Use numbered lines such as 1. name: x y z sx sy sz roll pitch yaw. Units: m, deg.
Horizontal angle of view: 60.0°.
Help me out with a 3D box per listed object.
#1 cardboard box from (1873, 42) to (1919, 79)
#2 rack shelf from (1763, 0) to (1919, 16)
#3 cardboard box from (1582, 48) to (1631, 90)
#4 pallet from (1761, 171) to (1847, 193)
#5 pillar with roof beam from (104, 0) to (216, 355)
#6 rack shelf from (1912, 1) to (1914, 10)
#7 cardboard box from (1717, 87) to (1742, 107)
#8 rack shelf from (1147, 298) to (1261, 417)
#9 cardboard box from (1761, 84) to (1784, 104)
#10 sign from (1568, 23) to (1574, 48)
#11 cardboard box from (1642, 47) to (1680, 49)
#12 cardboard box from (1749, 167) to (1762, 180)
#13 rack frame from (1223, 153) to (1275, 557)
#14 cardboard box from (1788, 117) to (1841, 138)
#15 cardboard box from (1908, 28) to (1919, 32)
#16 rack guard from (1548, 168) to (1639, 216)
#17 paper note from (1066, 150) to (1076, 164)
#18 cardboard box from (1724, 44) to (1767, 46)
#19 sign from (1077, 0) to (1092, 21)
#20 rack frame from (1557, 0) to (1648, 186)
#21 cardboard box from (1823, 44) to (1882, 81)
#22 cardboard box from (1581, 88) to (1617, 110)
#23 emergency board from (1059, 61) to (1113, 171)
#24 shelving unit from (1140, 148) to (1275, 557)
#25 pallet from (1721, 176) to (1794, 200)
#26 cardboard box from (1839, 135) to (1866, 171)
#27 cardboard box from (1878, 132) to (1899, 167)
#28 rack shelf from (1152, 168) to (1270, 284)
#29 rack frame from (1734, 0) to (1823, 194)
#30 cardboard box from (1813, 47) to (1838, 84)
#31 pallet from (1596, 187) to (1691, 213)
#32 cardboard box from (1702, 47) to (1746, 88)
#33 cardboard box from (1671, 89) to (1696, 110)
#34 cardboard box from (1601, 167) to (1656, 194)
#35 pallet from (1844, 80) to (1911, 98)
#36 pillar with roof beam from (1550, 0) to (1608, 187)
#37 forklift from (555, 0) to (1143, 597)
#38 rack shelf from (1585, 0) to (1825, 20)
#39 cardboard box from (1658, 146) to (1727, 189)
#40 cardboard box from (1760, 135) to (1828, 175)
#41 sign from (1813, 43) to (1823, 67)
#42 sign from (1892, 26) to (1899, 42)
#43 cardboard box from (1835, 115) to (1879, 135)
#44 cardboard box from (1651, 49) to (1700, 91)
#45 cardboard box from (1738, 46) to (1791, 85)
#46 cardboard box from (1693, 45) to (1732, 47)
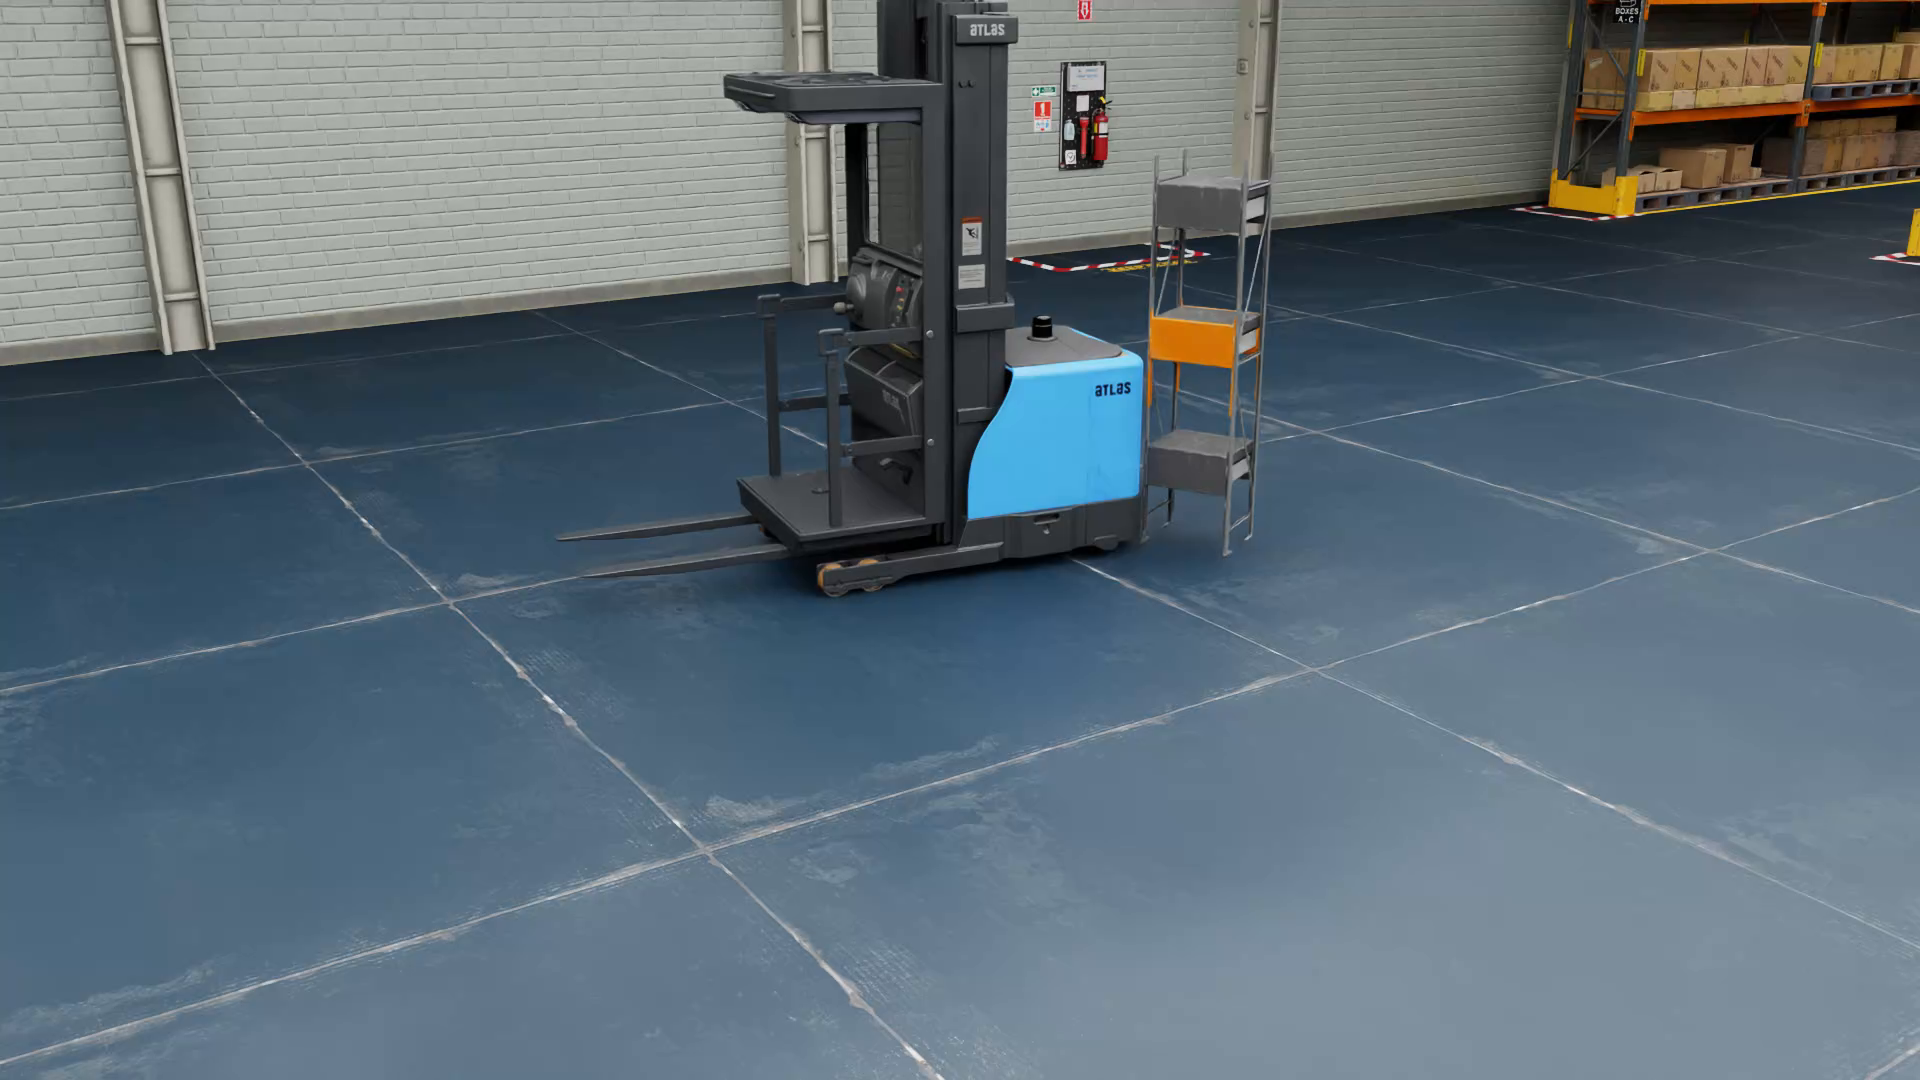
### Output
1. cardboard box: 14.259 -7.320 25.371 0.500 0.500 0.700 -14 23 -36
2. rack shelf: 13.427 -7.983 24.615 4.000 0.370 1.077 -12 22 -31
3. cardboard box: 8.693 -6.280 22.169 0.500 0.500 0.500 -12 22 -32
4. pallet: 12.406 -5.367 24.792 1.213 0.211 1.003 -12 22 -31
5. pillar with roof beam: -4.141 -4.721 9.158 0.400 9.000 9.100 -12 22 -31
6. rack shelf: 16.768 -8.688 26.699 4.000 0.370 1.077 -12 22 -31
7. cardboard box: 10.276 -6.058 22.682 0.500 0.250 0.500 -12 22 -31
8. rack shelf: 1.317 -0.985 8.922 0.480 0.518 0.431 11 21 29
9. cardboard box: 11.107 -6.239 23.220 0.500 0.250 0.500 -12 22 -31
10. sign: 8.128 -6.697 22.068 0.005 0.325 0.100 -12 22 -31
11. cardboard box: 9.548 -6.458 22.696 0.500 0.500 0.500 -13 22 -33
12. cardboard box: 11.326 -5.315 24.019 0.250 0.166 0.380 -16 24 -38
13. rack frame: 1.527 -0.958 8.800 0.015 2.100 0.400 11 21 29
14. cardboard box: 12.728 -6.143 24.777 0.500 0.250 0.500 -12 22 -33
15. cardboard box: 15.334 -7.958 26.277 0.500 0.250 0.500 -11 22 -30
16. rack guard: 8.480 -4.676 22.294 0.348 0.500 1.175 -12 22 -31
17. paper note: 1.243 -4.289 18.624 0.142 0.148 0.016 -12 22 -31
18. cardboard box: 11.249 -6.818 23.760 0.500 0.500 0.500 -13 22 -33
19. sign: 1.368 -5.843 18.223 0.199 0.298 0.001 -12 22 -31
20. rack frame: 8.416 -5.846 21.854 0.127 3.000 1.000 -12 22 -31
21. cardboard box: 13.204 -7.108 24.743 0.500 0.500 0.700 -9 21 -24
22. cardboard box: 8.700 -5.919 22.272 0.500 0.250 0.500 -12 22 -31
23. emergency board: 1.429 -4.719 18.520 0.643 1.169 0.194 -12 22 -31
24. shelving unit: 1.317 -0.998 8.917 0.503 2.100 0.431 11 21 29
25. pallet: 11.215 -5.102 24.007 1.213 0.211 1.003 -12 22 -31
26. cardboard box: 13.215 -5.893 25.208 0.500 0.500 0.700 -12 22 -31
27. cardboard box: 14.031 -6.079 25.760 0.500 0.500 0.700 -12 22 -31
28. rack shelf: 1.317 -1.648 8.698 0.480 0.518 0.431 11 21 29
29. rack frame: 11.757 -6.551 23.938 0.127 3.000 1.000 -12 22 -31
30. cardboard box: 12.201 -6.887 24.090 0.500 0.500 0.700 -12 22 -31
31. pallet: 9.178 -4.672 22.736 1.213 0.211 1.003 -12 22 -31
32. cardboard box: 10.258 -6.412 22.558 0.500 0.500 0.500 -11 22 -30
33. cardboard box: 9.424 -5.881 22.160 0.500 0.250 0.500 -13 22 -33
34. cardboard box: 9.043 -4.879 22.504 0.500 0.311 0.500 -15 24 -37
35. pallet: 13.467 -6.805 24.989 1.213 0.211 1.003 -12 22 -31
36. pillar with roof beam: 10.893 -7.892 18.537 0.400 9.000 9.100 -12 22 -31
37. forklift: -0.578 -1.292 8.490 3.031 2.935 1.130 -8 20 -22
38. rack shelf: 10.086 -7.279 22.531 4.000 0.370 1.077 -12 22 -31
39. cardboard box: 10.160 -5.185 23.113 0.500 0.500 0.700 -14 23 -35
40. cardboard box: 12.362 -5.709 24.665 0.500 0.500 0.700 -11 22 -30
41. sign: 12.062 -6.817 23.374 0.005 0.325 0.100 -12 22 -31
42. sign: 14.790 -7.952 26.274 0.005 0.325 0.100 -12 22 -31
43. cardboard box: 13.588 -6.319 25.297 0.500 0.250 0.500 -12 22 -32
44. cardboard box: 9.398 -6.228 22.016 0.500 0.500 0.500 -12 22 -31
45. cardboard box: 11.118 -6.589 23.084 0.500 0.500 0.500 -12 22 -32
46. cardboard box: 10.396 -6.641 23.238 0.500 0.500 0.500 -11 22 -30
